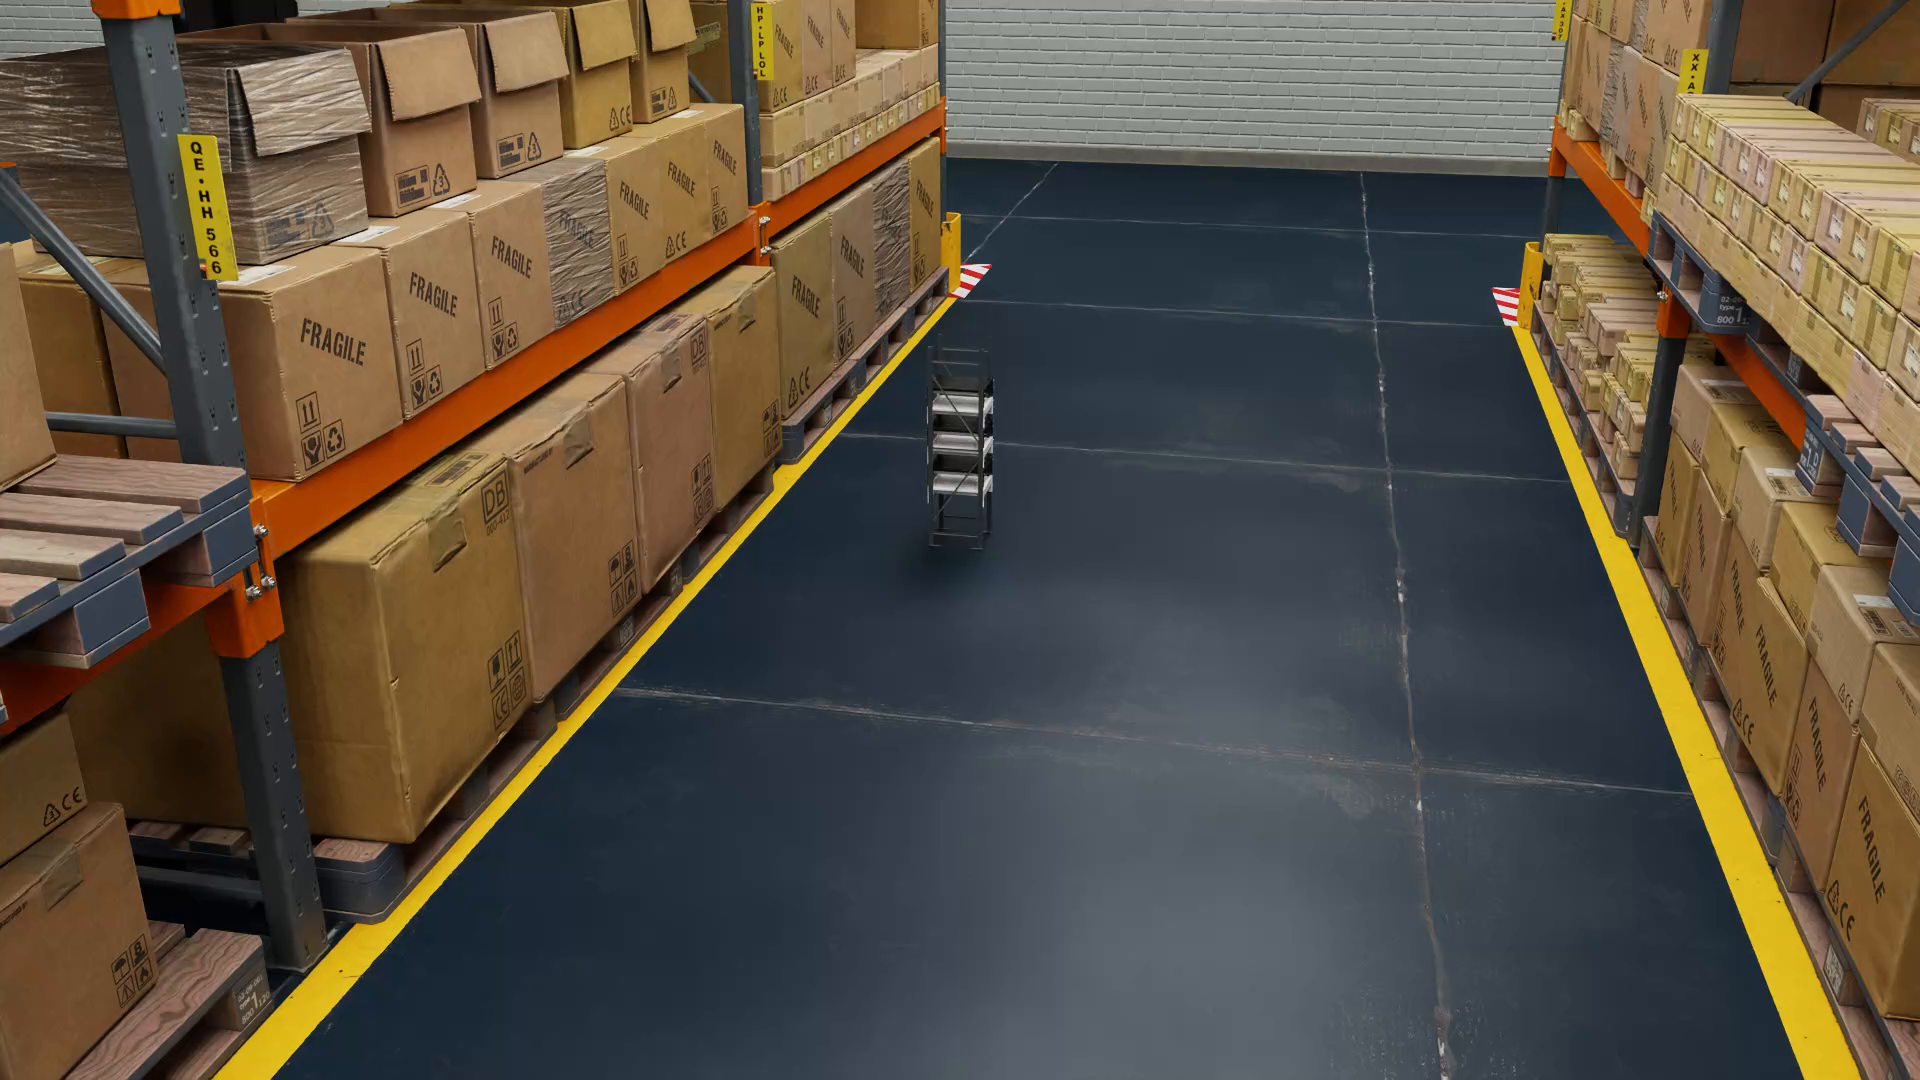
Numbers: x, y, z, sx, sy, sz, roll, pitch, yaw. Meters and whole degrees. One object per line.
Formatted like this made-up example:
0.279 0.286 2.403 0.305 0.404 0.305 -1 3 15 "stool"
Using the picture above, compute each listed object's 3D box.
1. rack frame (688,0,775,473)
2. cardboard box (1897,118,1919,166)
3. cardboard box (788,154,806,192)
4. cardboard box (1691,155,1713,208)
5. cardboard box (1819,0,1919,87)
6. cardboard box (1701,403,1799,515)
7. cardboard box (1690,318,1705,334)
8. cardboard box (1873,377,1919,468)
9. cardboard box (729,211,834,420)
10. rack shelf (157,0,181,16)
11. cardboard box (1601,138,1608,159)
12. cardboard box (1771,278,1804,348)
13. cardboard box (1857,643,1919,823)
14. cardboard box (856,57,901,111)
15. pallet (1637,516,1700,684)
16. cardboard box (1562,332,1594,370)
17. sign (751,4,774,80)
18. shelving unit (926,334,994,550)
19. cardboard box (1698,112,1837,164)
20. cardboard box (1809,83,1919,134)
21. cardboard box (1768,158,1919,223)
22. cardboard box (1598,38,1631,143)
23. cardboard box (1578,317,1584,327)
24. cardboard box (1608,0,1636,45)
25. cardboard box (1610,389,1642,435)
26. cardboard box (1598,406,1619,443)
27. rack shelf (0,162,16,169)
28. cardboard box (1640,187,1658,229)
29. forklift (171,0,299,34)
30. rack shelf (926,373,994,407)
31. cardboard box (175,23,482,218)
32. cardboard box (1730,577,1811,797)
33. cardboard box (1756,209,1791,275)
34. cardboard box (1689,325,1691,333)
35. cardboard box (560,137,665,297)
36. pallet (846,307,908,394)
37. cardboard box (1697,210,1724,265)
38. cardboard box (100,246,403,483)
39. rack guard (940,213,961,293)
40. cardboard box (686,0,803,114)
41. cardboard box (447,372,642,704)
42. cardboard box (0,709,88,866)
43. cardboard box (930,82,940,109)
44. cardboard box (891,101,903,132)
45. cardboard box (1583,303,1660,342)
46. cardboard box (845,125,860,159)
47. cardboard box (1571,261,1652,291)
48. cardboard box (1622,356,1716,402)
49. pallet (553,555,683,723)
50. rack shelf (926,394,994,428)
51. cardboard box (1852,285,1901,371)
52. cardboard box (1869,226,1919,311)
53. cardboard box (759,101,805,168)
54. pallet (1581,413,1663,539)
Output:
-1.413 -1.746 7.675 1.000 3.000 0.127 4 22 11 "rack frame"
3.423 -1.331 5.621 0.380 0.149 0.250 4 22 9 "cardboard box"
-0.973 -1.809 8.166 0.380 0.149 0.250 4 22 9 "cardboard box"
2.788 -1.249 5.816 0.380 0.149 0.250 5 22 12 "cardboard box"
3.753 -2.126 6.747 0.500 0.500 0.500 5 22 12 "cardboard box"
2.907 -0.269 5.787 0.500 0.250 0.500 5 22 12 "cardboard box"
3.951 -1.072 8.458 0.380 0.149 0.250 4 22 9 "cardboard box"
2.309 -0.253 3.740 0.380 0.149 0.250 4 22 11 "cardboard box"
-1.200 -1.191 8.577 0.875 0.875 0.875 4 22 11 "cardboard box"
-1.821 -2.073 5.432 1.077 0.370 4.000 4 22 11 "rack shelf"
3.657 -2.103 8.896 0.380 0.149 0.250 4 22 10 "cardboard box"
2.524 -0.631 4.679 0.380 0.149 0.250 5 23 13 "cardboard box"
2.489 0.478 3.931 0.500 0.250 0.500 4 22 10 "cardboard box"
-0.643 -2.709 9.866 0.500 0.250 0.500 4 22 9 "cardboard box"
3.265 0.247 6.458 1.003 0.211 1.213 4 22 11 "pallet"
3.547 -1.036 9.164 0.380 0.149 0.250 3 22 8 "cardboard box"
-0.879 -2.209 7.379 0.100 0.325 0.005 4 22 11 "sign"
0.002 -0.420 7.193 0.258 0.900 0.210 4 22 11 "shelving unit"
2.786 -1.381 5.744 0.380 0.149 0.250 5 22 11 "cardboard box"
3.770 -1.678 6.972 0.500 0.500 0.500 4 22 10 "cardboard box"
2.577 -1.005 4.811 0.380 0.149 0.250 5 23 13 "cardboard box"
3.582 -2.273 8.449 0.500 0.500 0.500 4 22 10 "cardboard box"
3.686 -1.251 9.299 0.380 0.149 0.250 3 22 8 "cardboard box"
3.562 -2.738 8.267 0.500 0.500 0.500 4 22 9 "cardboard box"
3.218 -0.581 7.637 0.380 0.149 0.250 3 22 8 "cardboard box"
3.294 -0.563 7.991 0.380 0.149 0.250 4 22 9 "cardboard box"
-5.853 -2.522 10.563 1.077 0.370 4.000 4 22 11 "rack shelf"
3.197 -1.440 7.249 0.380 0.149 0.250 4 22 9 "cardboard box"
-3.971 -1.899 8.145 3.031 2.935 1.130 -13 25 -30 "forklift"
0.002 -0.640 7.104 0.258 0.077 0.200 4 22 11 "rack shelf"
-1.928 -1.299 5.088 0.797 0.503 0.637 5 22 12 "cardboard box"
2.686 0.451 5.001 0.500 0.500 0.500 3 22 9 "cardboard box"
2.575 -0.866 4.866 0.380 0.149 0.250 4 22 10 "cardboard box"
4.142 -1.117 8.967 0.380 0.149 0.250 6 23 14 "cardboard box"
-1.448 -1.229 6.256 0.500 0.500 0.500 4 22 10 "cardboard box"
-0.934 -1.172 9.982 1.003 0.211 1.213 4 22 11 "pallet"
2.734 -1.016 5.635 0.380 0.149 0.250 5 22 11 "cardboard box"
-1.863 -0.487 4.413 0.500 0.500 0.500 5 22 12 "cardboard box"
-0.592 -2.059 11.796 1.175 0.500 0.348 4 22 11 "rack guard"
-1.065 -2.318 7.893 0.500 0.500 0.500 4 22 11 "cardboard box"
-1.878 -0.069 5.791 1.225 0.875 0.875 5 22 11 "cardboard box"
-2.336 0.571 3.673 0.500 0.250 0.500 5 23 13 "cardboard box"
-0.347 -2.937 10.968 0.380 0.149 0.250 5 22 12 "cardboard box"
-0.554 -2.564 10.040 0.380 0.149 0.250 4 22 10 "cardboard box"
3.434 -1.112 8.558 0.380 0.149 0.250 4 22 9 "cardboard box"
-0.763 -2.187 9.104 0.380 0.149 0.250 5 22 12 "cardboard box"
3.714 -1.487 9.489 0.380 0.149 0.250 3 22 8 "cardboard box"
3.253 -0.726 7.599 0.380 0.149 0.250 5 22 12 "cardboard box"
-1.743 0.283 6.369 1.003 0.211 1.213 4 22 11 "pallet"
0.002 -0.556 7.138 0.258 0.077 0.200 4 22 11 "rack shelf"
2.365 -0.494 3.941 0.380 0.149 0.250 5 22 12 "cardboard box"
2.364 -0.624 3.866 0.380 0.149 0.250 5 23 13 "cardboard box"
-1.060 -1.967 8.024 0.500 0.250 0.500 4 22 10 "cardboard box"
3.525 -0.286 7.781 1.003 0.211 1.213 4 22 11 "pallet"
